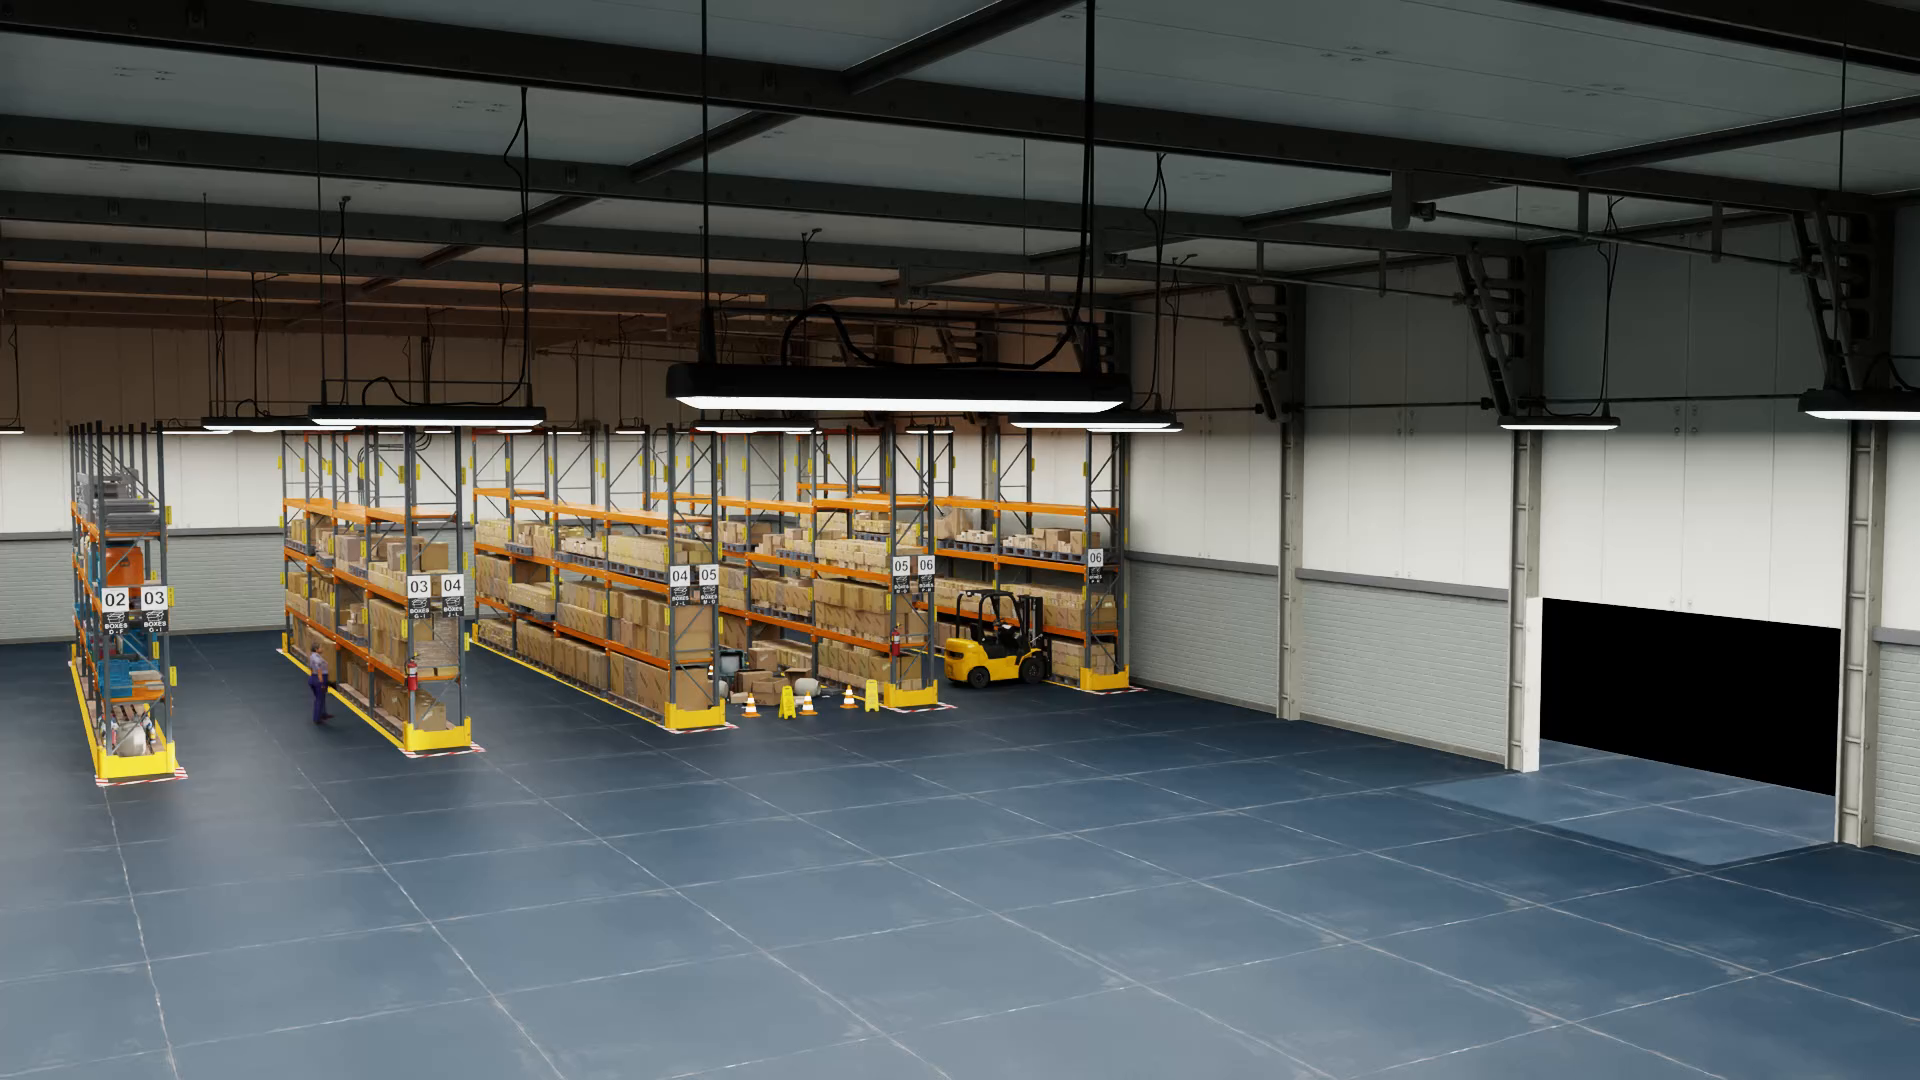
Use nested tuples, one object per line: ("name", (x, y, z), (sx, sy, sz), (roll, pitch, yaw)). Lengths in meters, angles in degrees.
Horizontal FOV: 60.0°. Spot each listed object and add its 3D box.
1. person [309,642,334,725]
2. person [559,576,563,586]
("person", (-12.753, 2.850, 33.349), (0.488, 1.644, 0.619), (3, 4, 37))
("person", (-11.493, 1.916, 47.327), (0.628, 1.766, 0.472), (3, 5, 39))
